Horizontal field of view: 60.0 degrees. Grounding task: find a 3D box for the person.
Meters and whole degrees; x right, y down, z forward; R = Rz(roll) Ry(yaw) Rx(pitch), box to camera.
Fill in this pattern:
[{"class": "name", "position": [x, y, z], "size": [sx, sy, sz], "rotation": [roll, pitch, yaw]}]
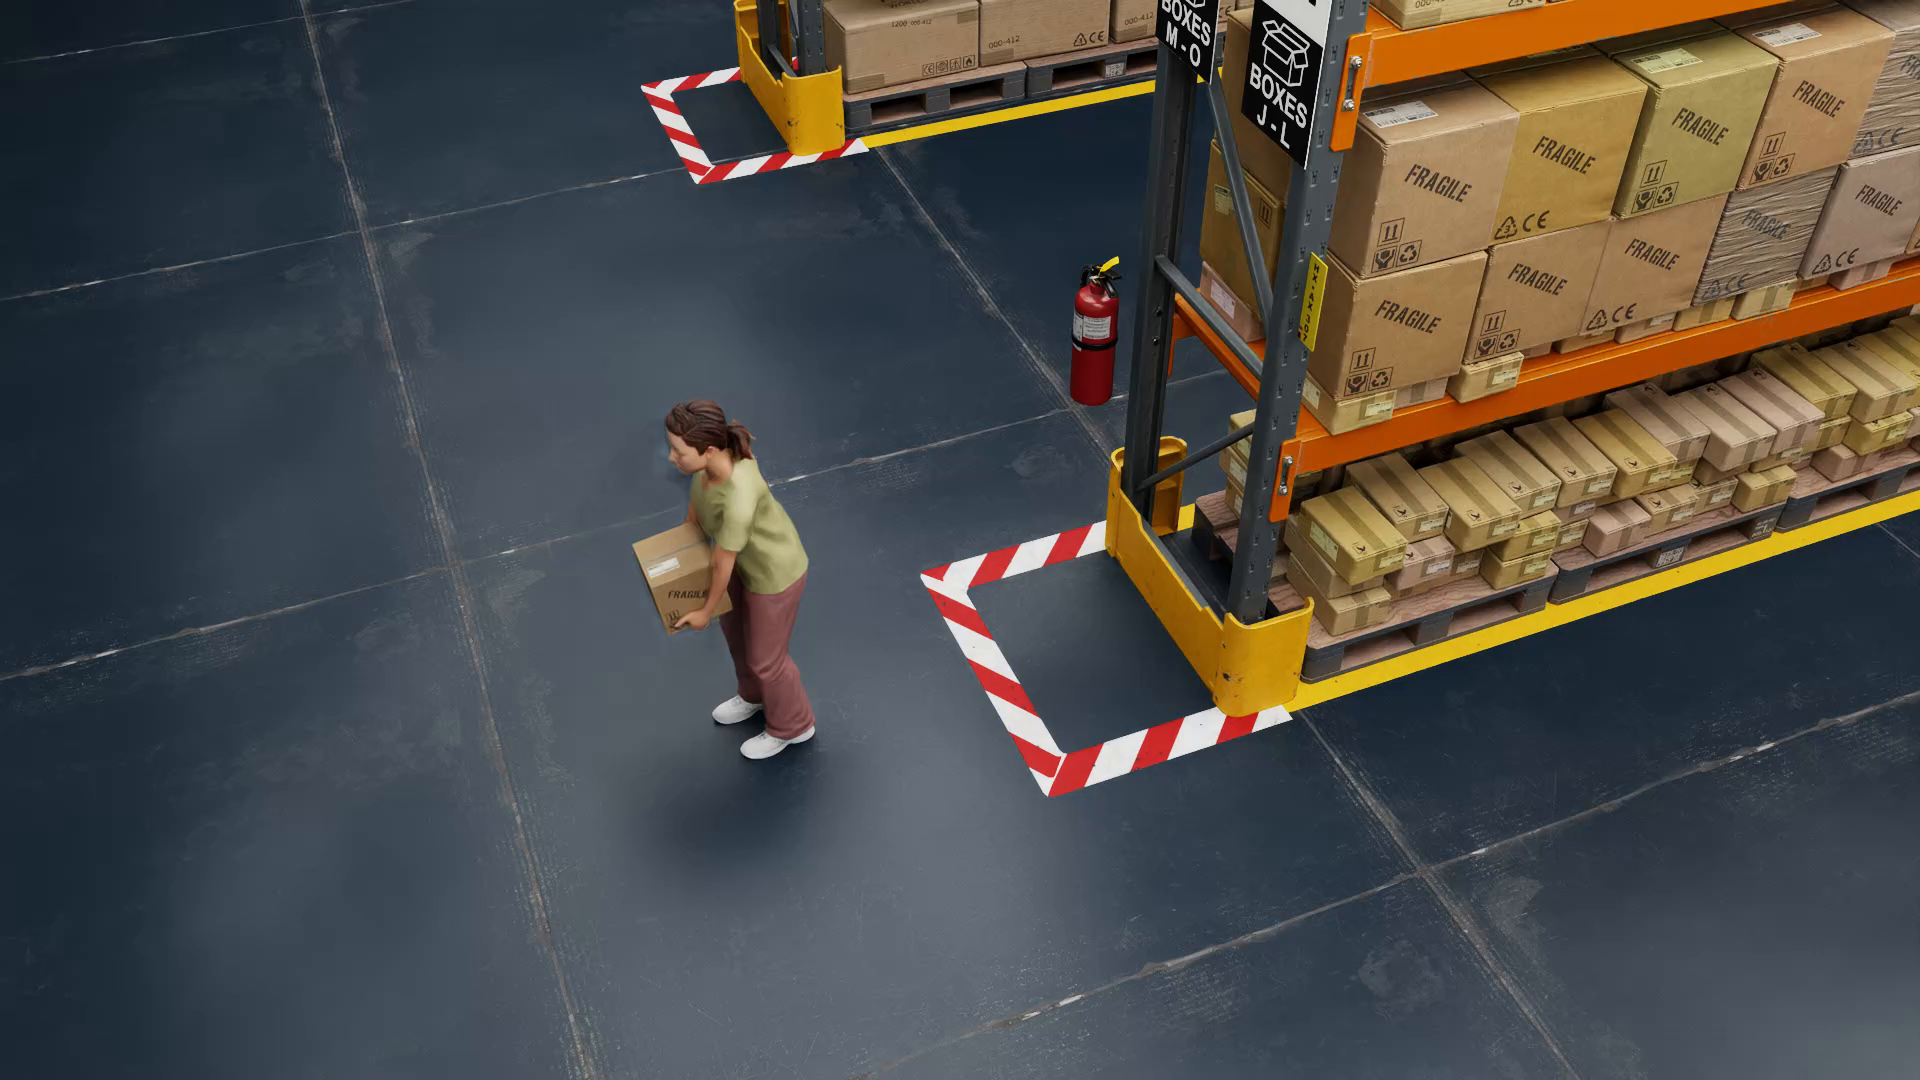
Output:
[{"class": "person", "position": [-0.816, 0.145, 6.028], "size": [0.527, 1.644, 0.406], "rotation": [-16, 44, -17]}]
